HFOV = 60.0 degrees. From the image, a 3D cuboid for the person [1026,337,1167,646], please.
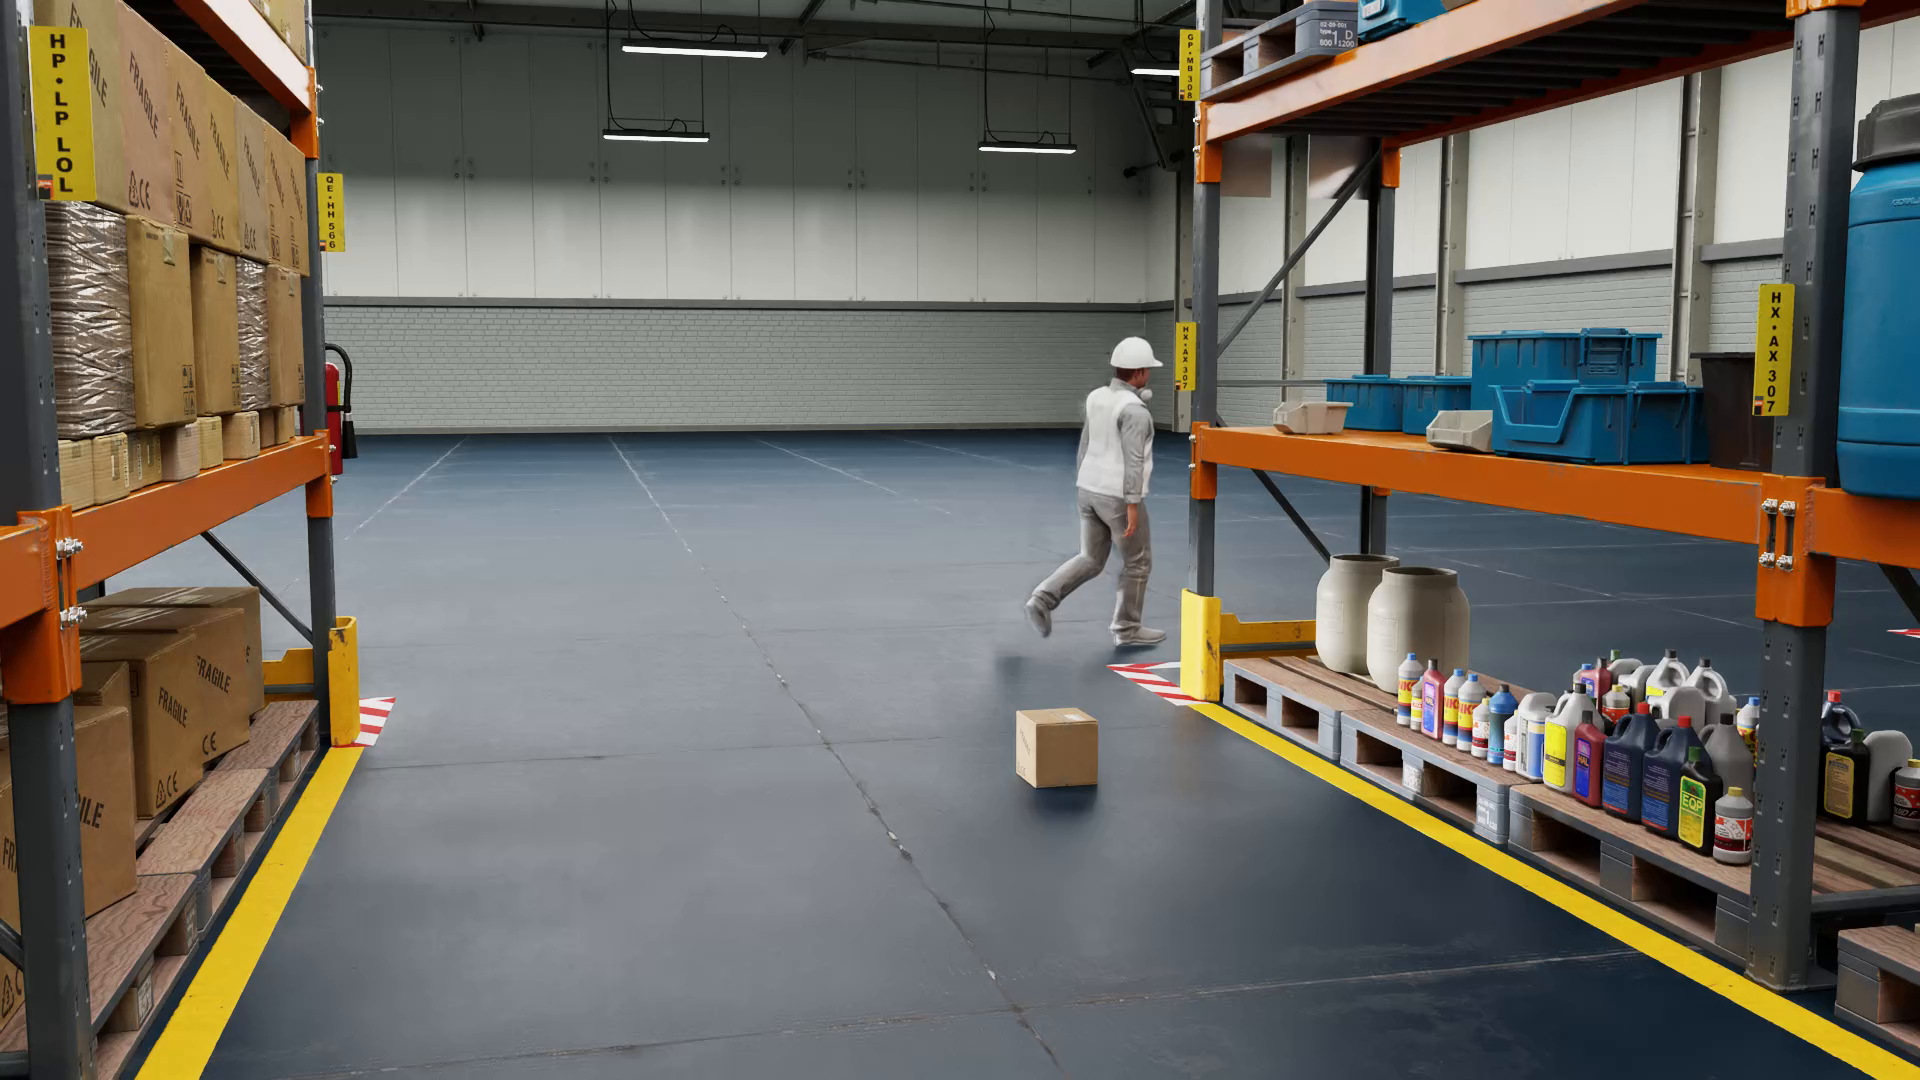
[{"bbox_3d":[0.811,-0.252,9.247,0.849,1.738,0.596,-3,7,-25],"label":"person"}]
